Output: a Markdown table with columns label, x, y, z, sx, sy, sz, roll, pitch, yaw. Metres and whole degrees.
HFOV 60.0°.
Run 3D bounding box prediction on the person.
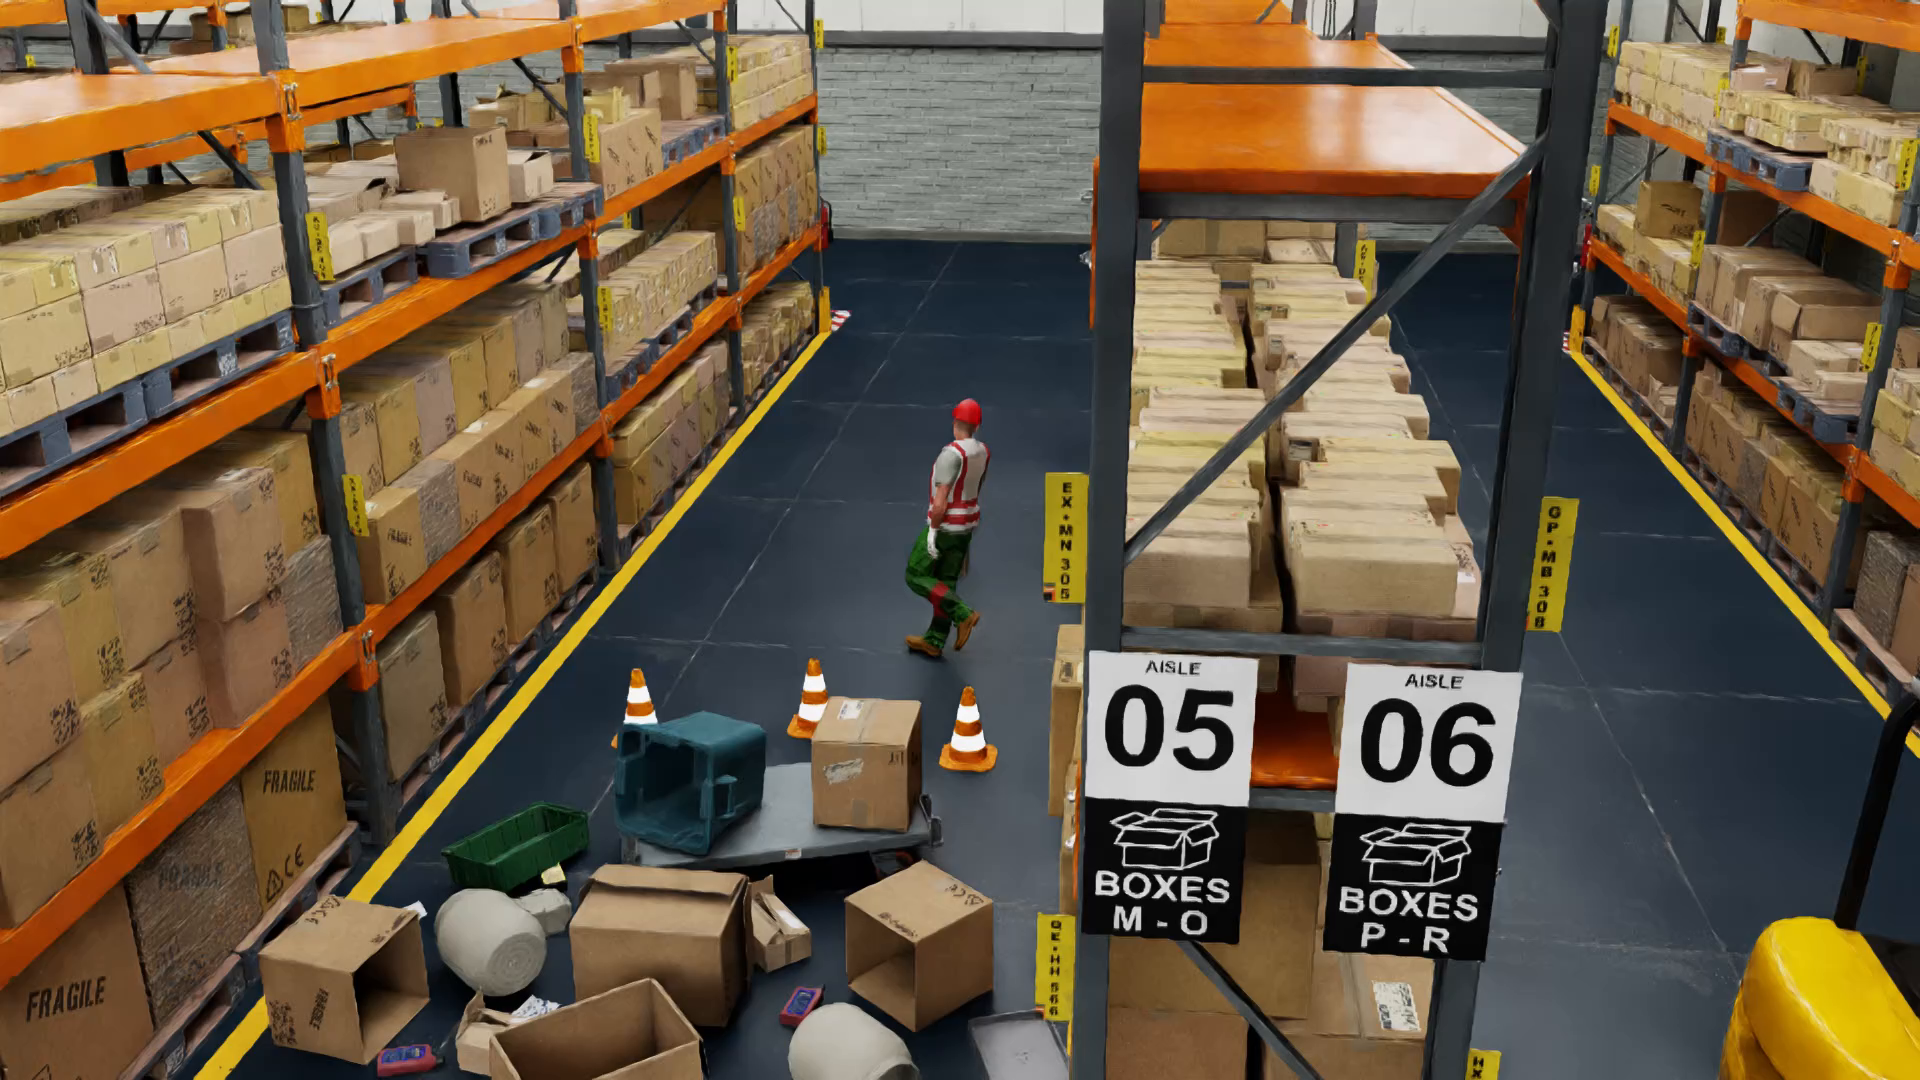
| label | x | y | z | sx | sy | sz | roll | pitch | yaw |
| --- | --- | --- | --- | --- | --- | --- | --- | --- | --- |
| person | -0.040 | -0.074 | 11.282 | 0.596 | 1.744 | 0.672 | 11 | 24 | 27 |
